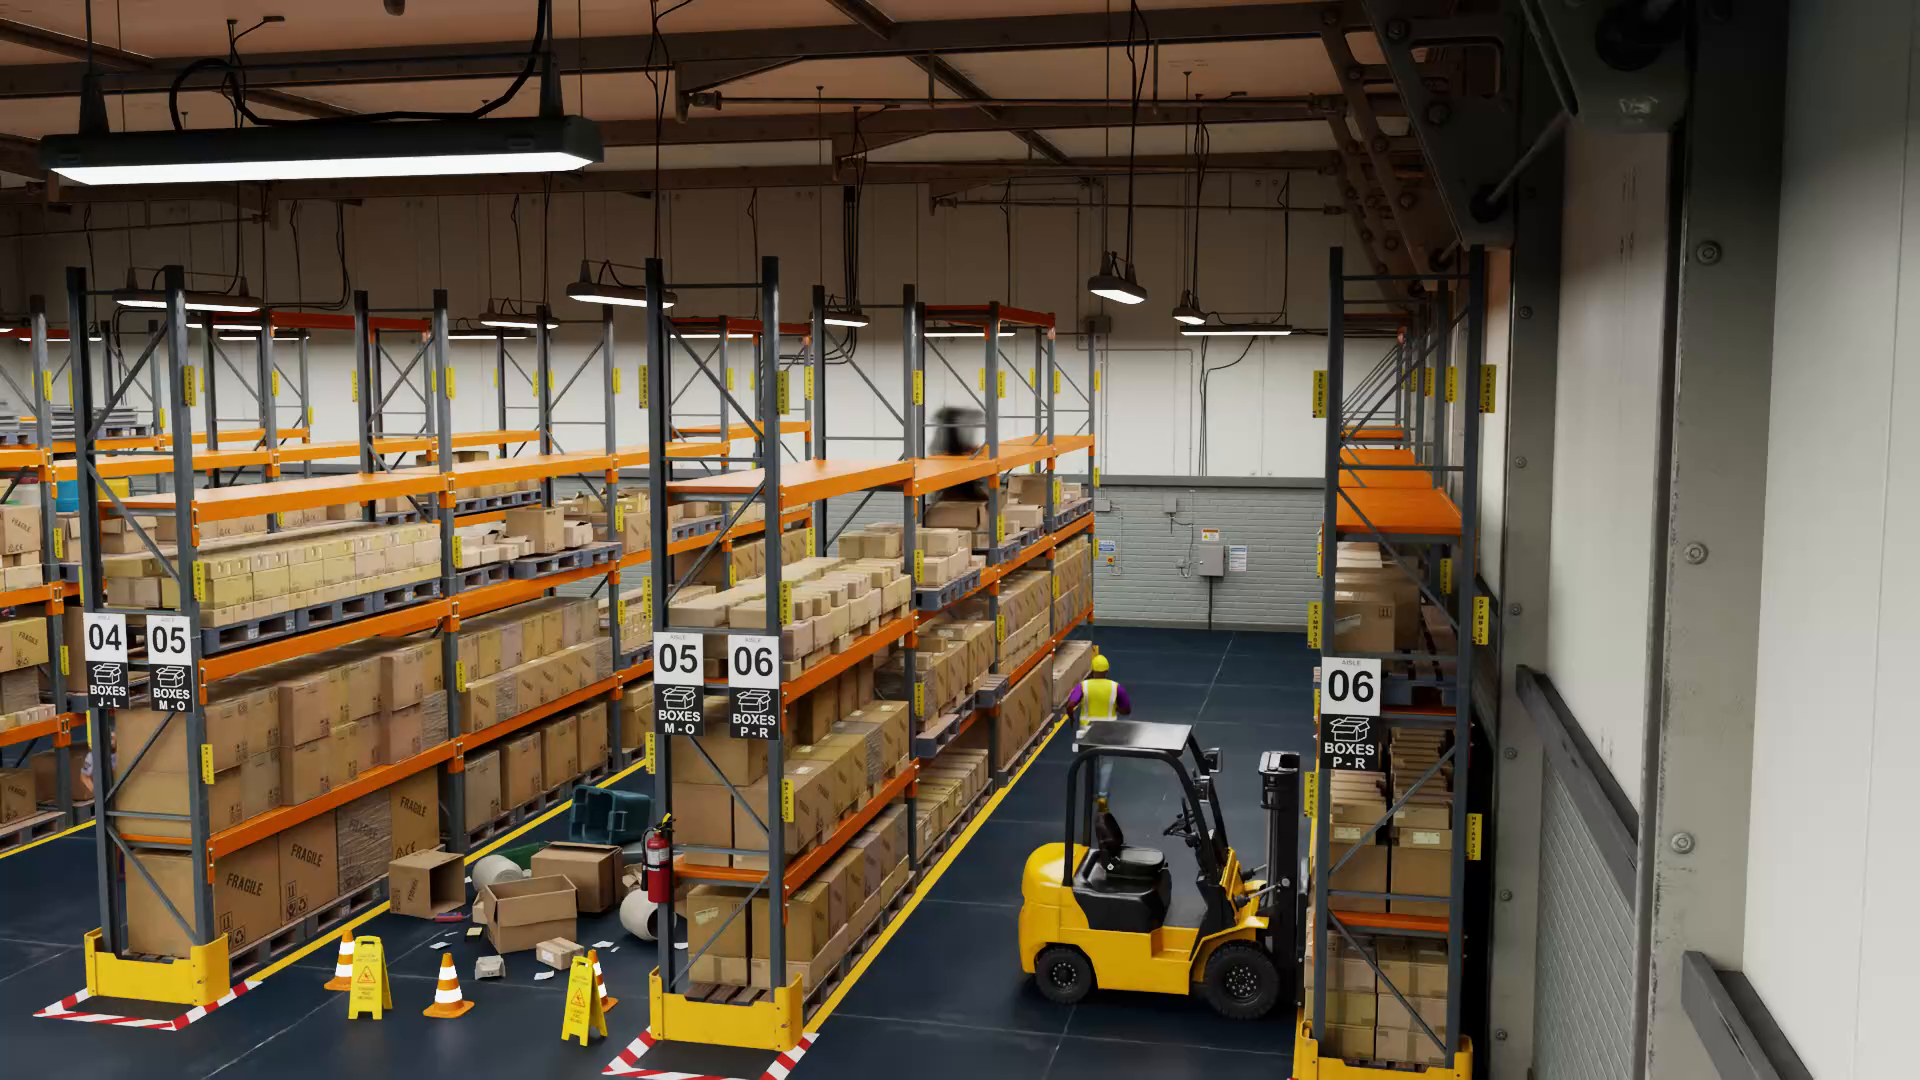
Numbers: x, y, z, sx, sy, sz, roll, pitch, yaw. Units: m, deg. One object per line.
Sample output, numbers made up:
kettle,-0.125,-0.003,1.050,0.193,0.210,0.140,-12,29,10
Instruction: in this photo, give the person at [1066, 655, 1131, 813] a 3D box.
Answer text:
person,1.560,2.158,18.613,0.708,1.776,0.879,1,6,9

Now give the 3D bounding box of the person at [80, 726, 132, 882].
person,-8.649,2.668,17.038,0.604,1.599,0.708,-2,6,-17
